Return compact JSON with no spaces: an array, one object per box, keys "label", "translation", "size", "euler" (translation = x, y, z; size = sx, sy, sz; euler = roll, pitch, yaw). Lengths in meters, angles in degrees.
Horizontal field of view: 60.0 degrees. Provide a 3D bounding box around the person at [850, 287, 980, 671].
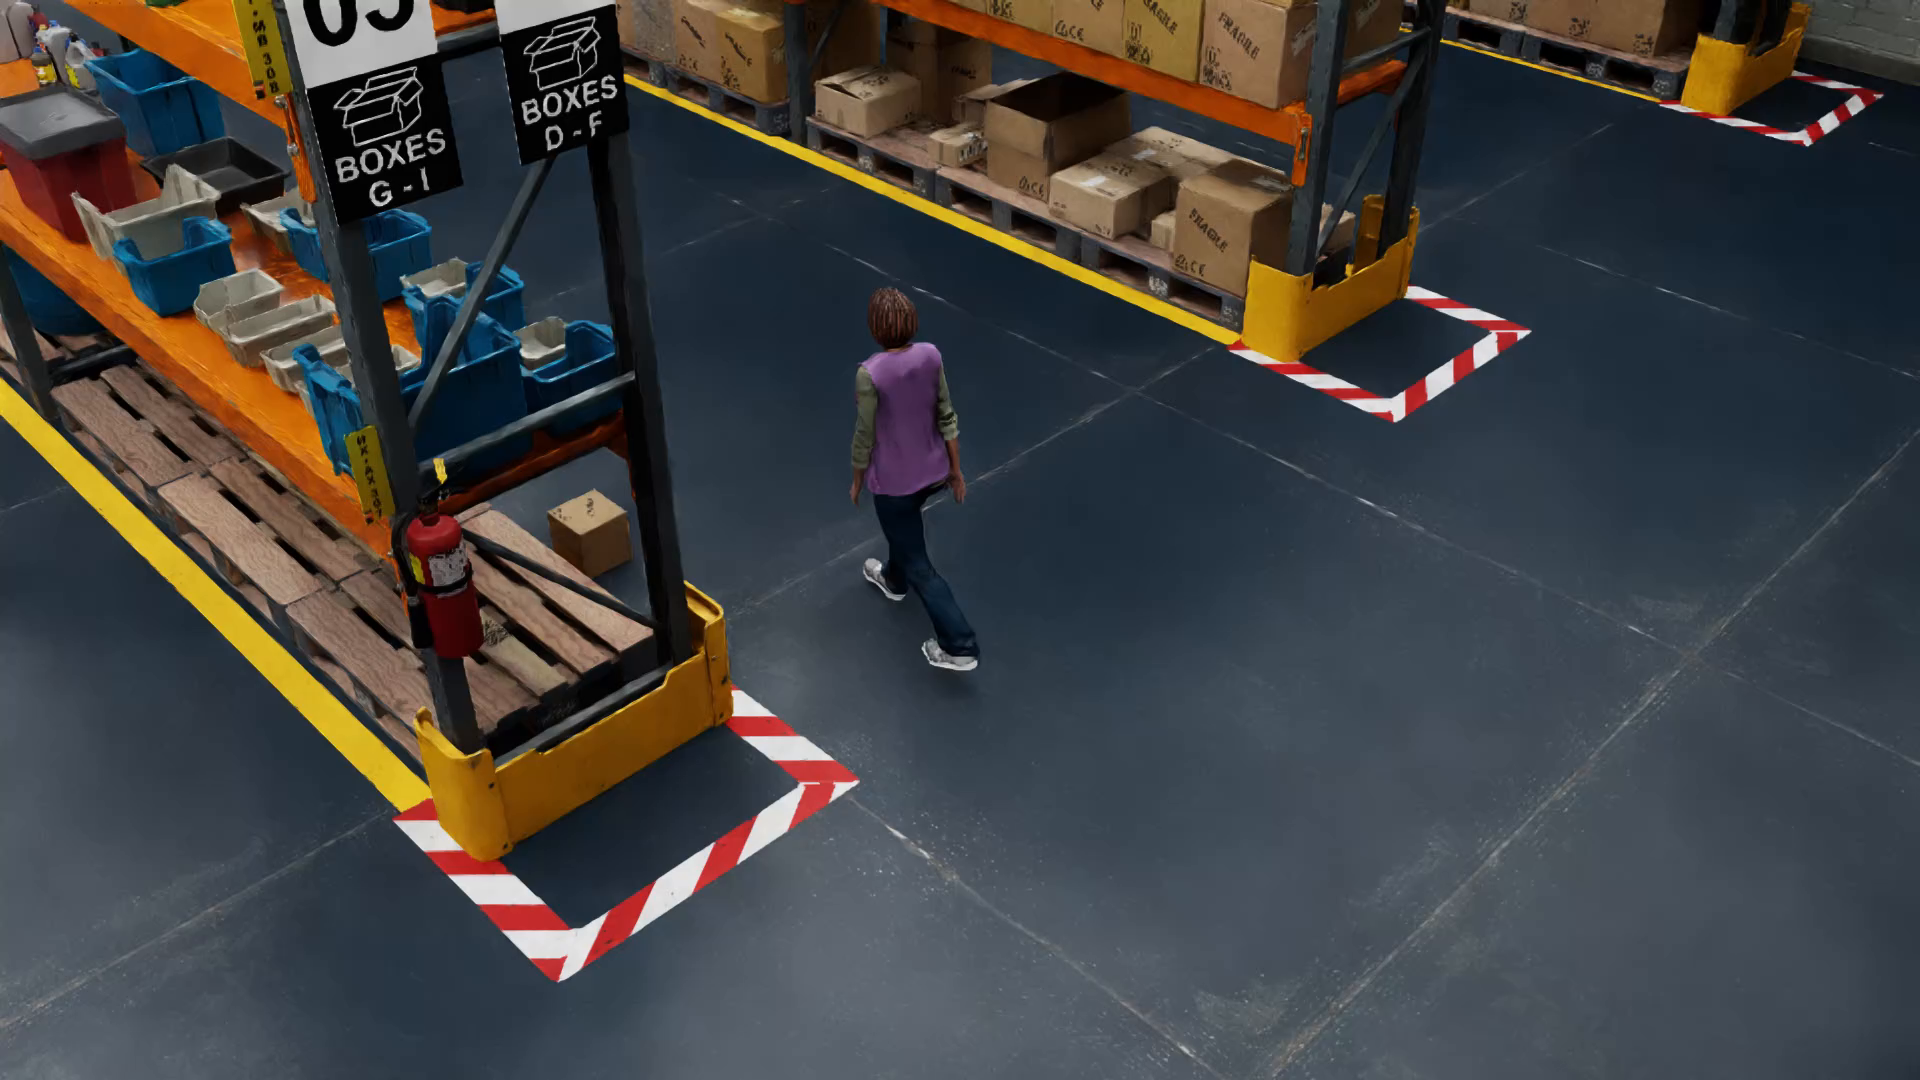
[{"label":"person","translation":[-0.208,-0.250,6.497],"size":[0.426,1.550,0.904],"euler":[-27,44,-32]}]
